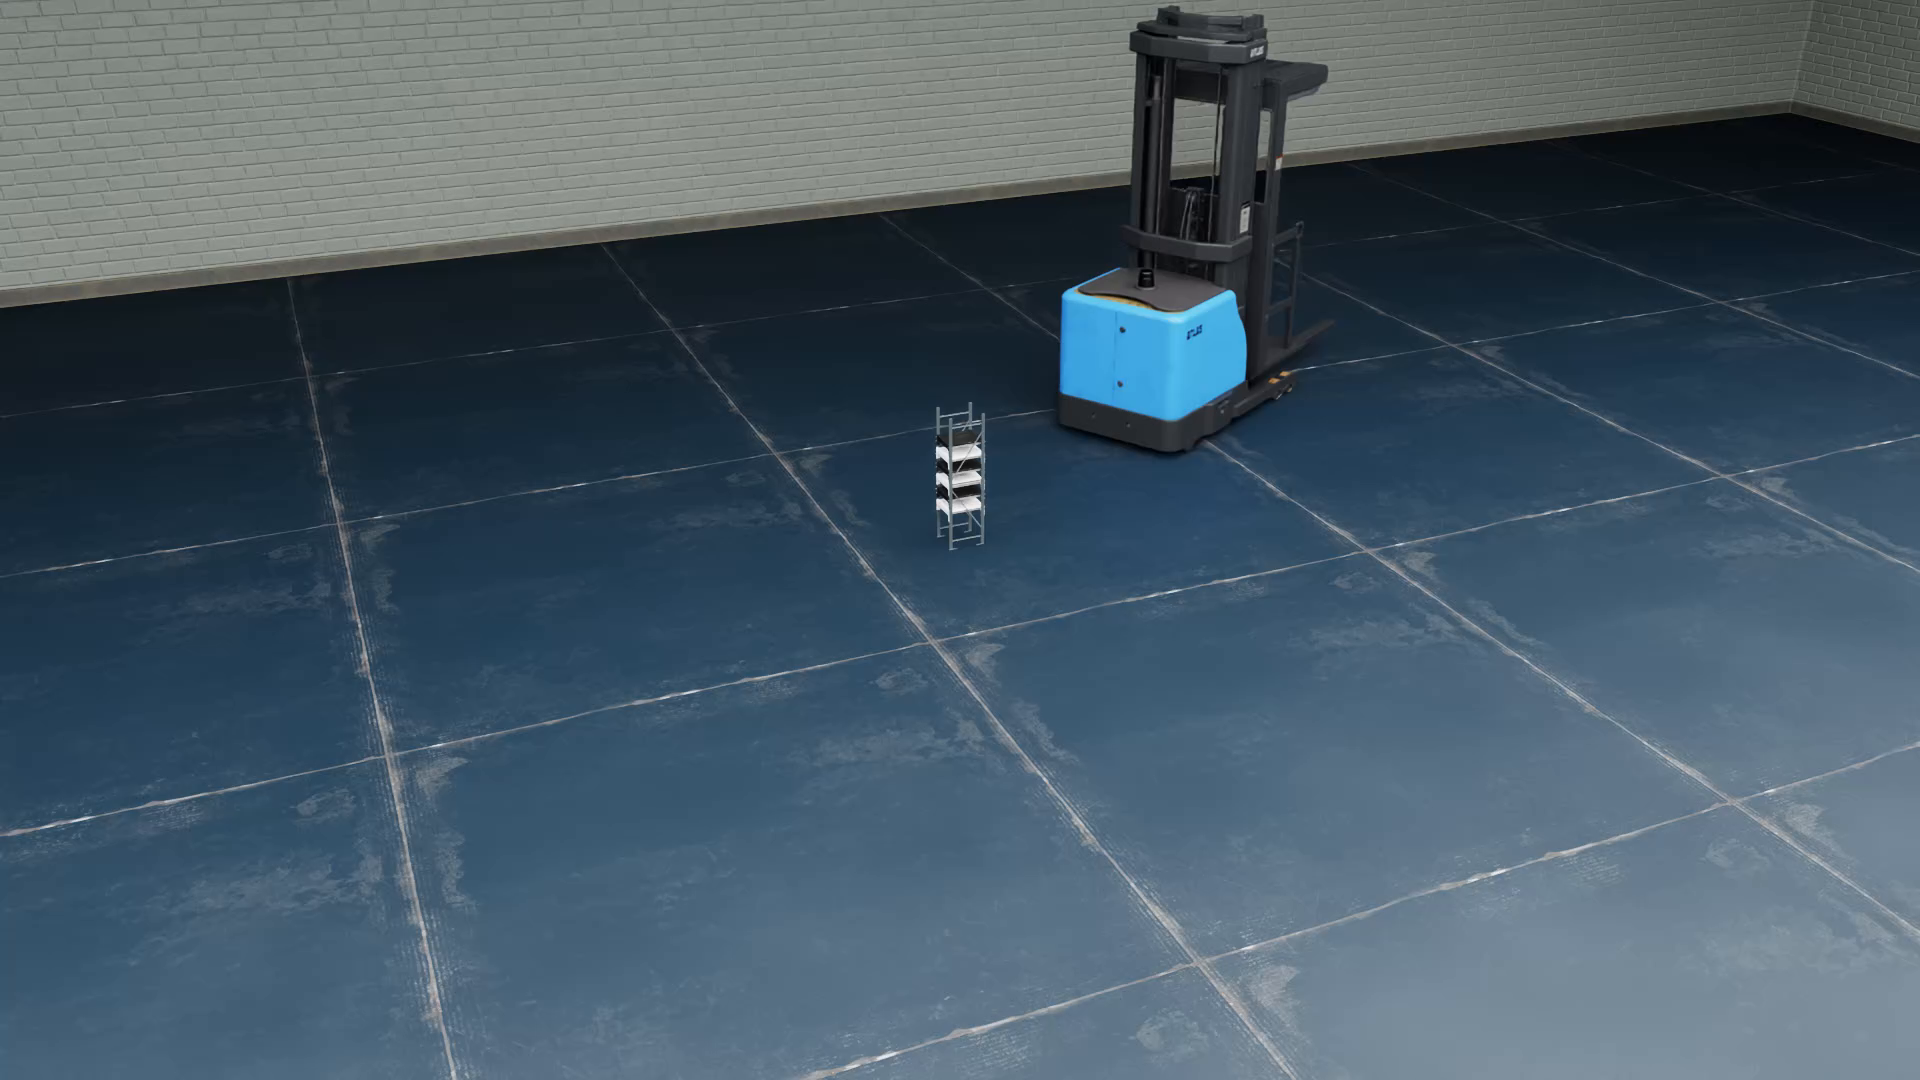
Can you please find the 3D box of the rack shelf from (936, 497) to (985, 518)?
[{"bbox_3d":[0.003,-0.209,10.639,0.258,0.077,0.200,-11,28,-21],"label":"rack shelf"}]

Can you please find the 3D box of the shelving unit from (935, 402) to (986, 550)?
[{"bbox_3d":[0.003,-0.401,10.546,0.258,0.900,0.210,-11,28,-21],"label":"shelving unit"}]

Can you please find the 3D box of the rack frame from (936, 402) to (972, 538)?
[{"bbox_3d":[-0.037,-0.442,10.630,0.240,0.900,0.006,-11,28,-21],"label":"rack frame"}]

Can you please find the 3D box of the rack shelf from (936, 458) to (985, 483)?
[{"bbox_3d":[0.003,-0.452,10.521,0.258,0.077,0.200,-11,28,-21],"label":"rack shelf"}]

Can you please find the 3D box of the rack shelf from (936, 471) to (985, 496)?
[{"bbox_3d":[0.003,-0.371,10.560,0.258,0.077,0.200,-11,28,-21],"label":"rack shelf"}]

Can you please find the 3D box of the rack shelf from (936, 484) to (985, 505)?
[{"bbox_3d":[0.003,-0.290,10.600,0.258,0.077,0.200,-11,28,-21],"label":"rack shelf"}]

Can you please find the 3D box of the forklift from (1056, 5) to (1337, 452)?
[{"bbox_3d":[2.005,-2.529,12.590,1.130,2.935,3.031,18,31,33],"label":"forklift"}]

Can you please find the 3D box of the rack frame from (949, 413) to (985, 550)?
[{"bbox_3d":[0.043,-0.360,10.462,0.240,0.900,0.006,-11,28,-21],"label":"rack frame"}]

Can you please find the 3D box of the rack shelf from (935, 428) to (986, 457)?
[{"bbox_3d":[0.003,-0.614,10.442,0.258,0.077,0.200,-11,28,-21],"label":"rack shelf"}]

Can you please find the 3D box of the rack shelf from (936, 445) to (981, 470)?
[{"bbox_3d":[0.003,-0.533,10.481,0.258,0.077,0.200,-11,28,-21],"label":"rack shelf"}]
